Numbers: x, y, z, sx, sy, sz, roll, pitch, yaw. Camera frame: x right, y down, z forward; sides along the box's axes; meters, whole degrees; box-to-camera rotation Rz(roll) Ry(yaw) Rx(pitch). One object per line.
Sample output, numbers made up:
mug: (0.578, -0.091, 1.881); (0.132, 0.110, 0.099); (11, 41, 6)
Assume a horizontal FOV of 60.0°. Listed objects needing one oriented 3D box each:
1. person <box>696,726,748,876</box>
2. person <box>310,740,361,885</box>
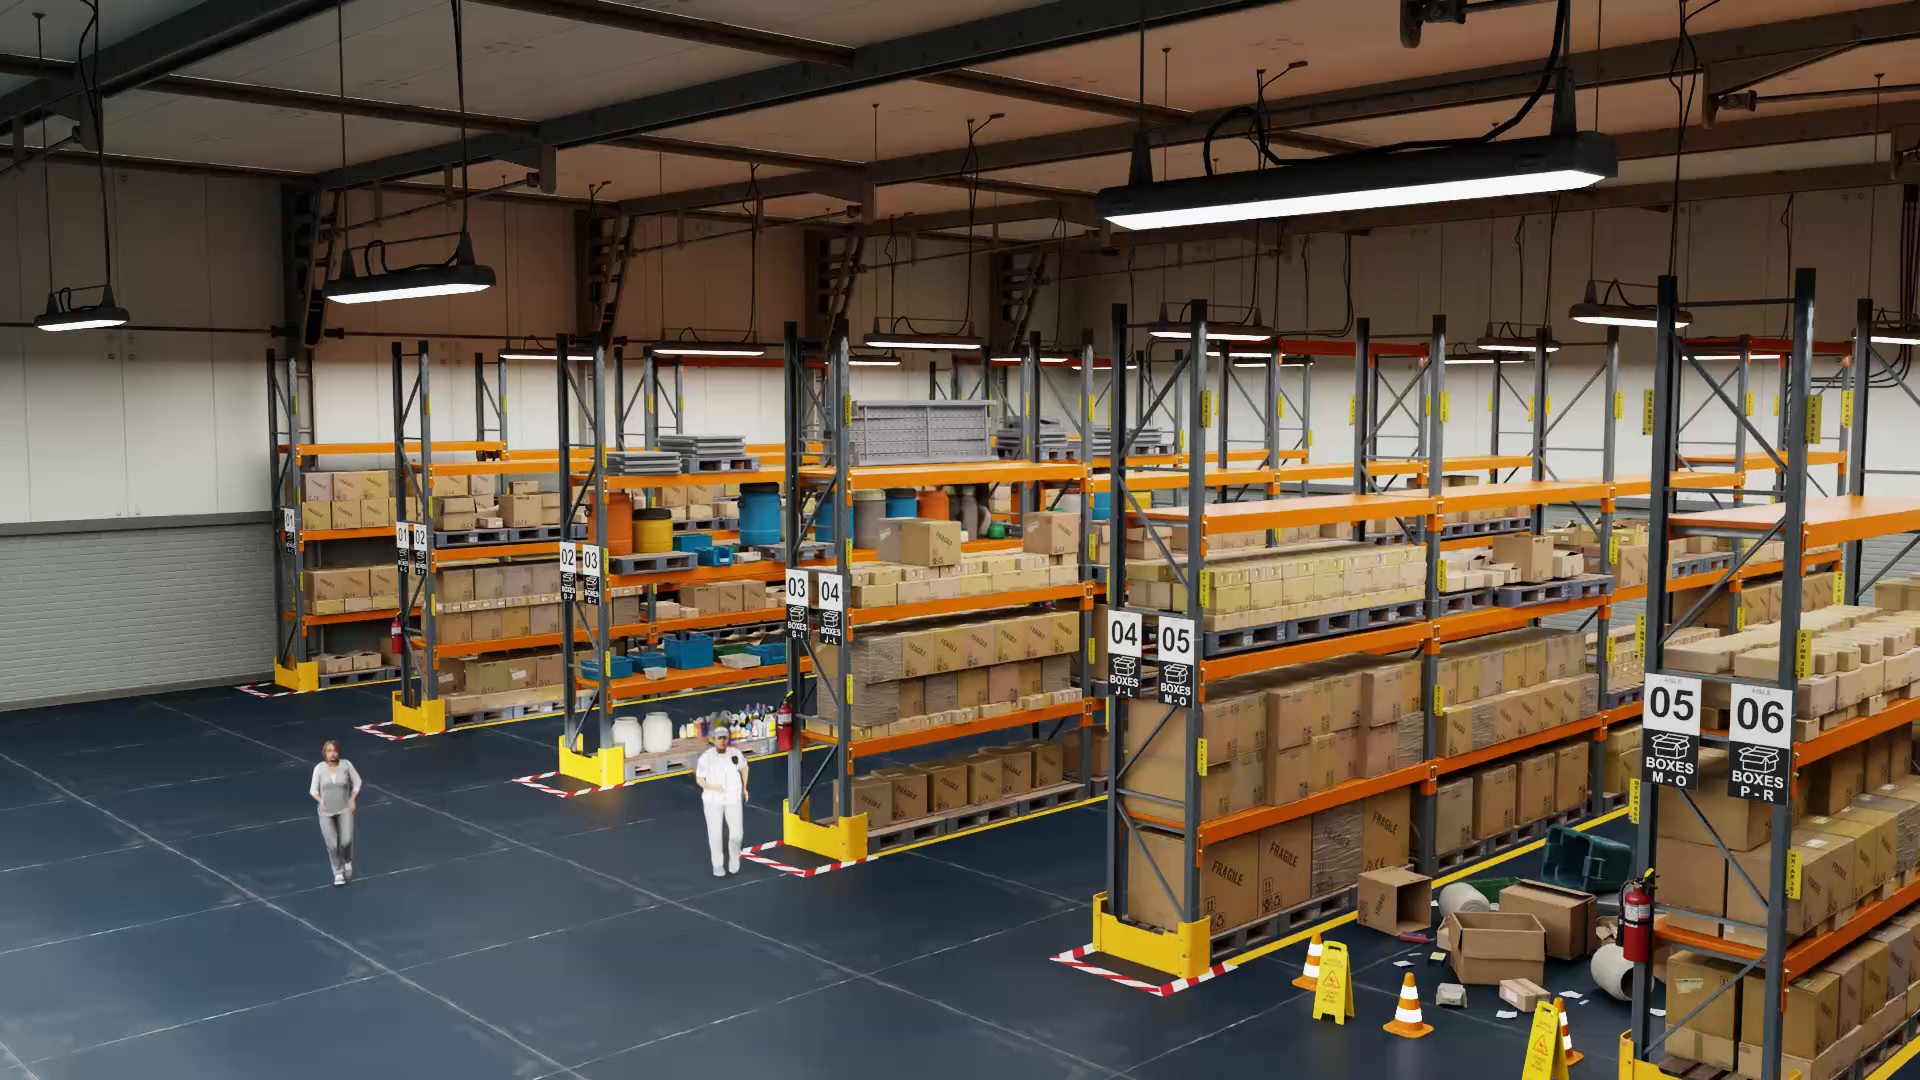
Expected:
person: (-2.520, 2.806, 17.783); (0.586, 1.631, 0.610); (-1, 5, -15)
person: (-6.545, 2.871, 17.448); (0.510, 1.556, 0.530); (-2, 5, -19)
